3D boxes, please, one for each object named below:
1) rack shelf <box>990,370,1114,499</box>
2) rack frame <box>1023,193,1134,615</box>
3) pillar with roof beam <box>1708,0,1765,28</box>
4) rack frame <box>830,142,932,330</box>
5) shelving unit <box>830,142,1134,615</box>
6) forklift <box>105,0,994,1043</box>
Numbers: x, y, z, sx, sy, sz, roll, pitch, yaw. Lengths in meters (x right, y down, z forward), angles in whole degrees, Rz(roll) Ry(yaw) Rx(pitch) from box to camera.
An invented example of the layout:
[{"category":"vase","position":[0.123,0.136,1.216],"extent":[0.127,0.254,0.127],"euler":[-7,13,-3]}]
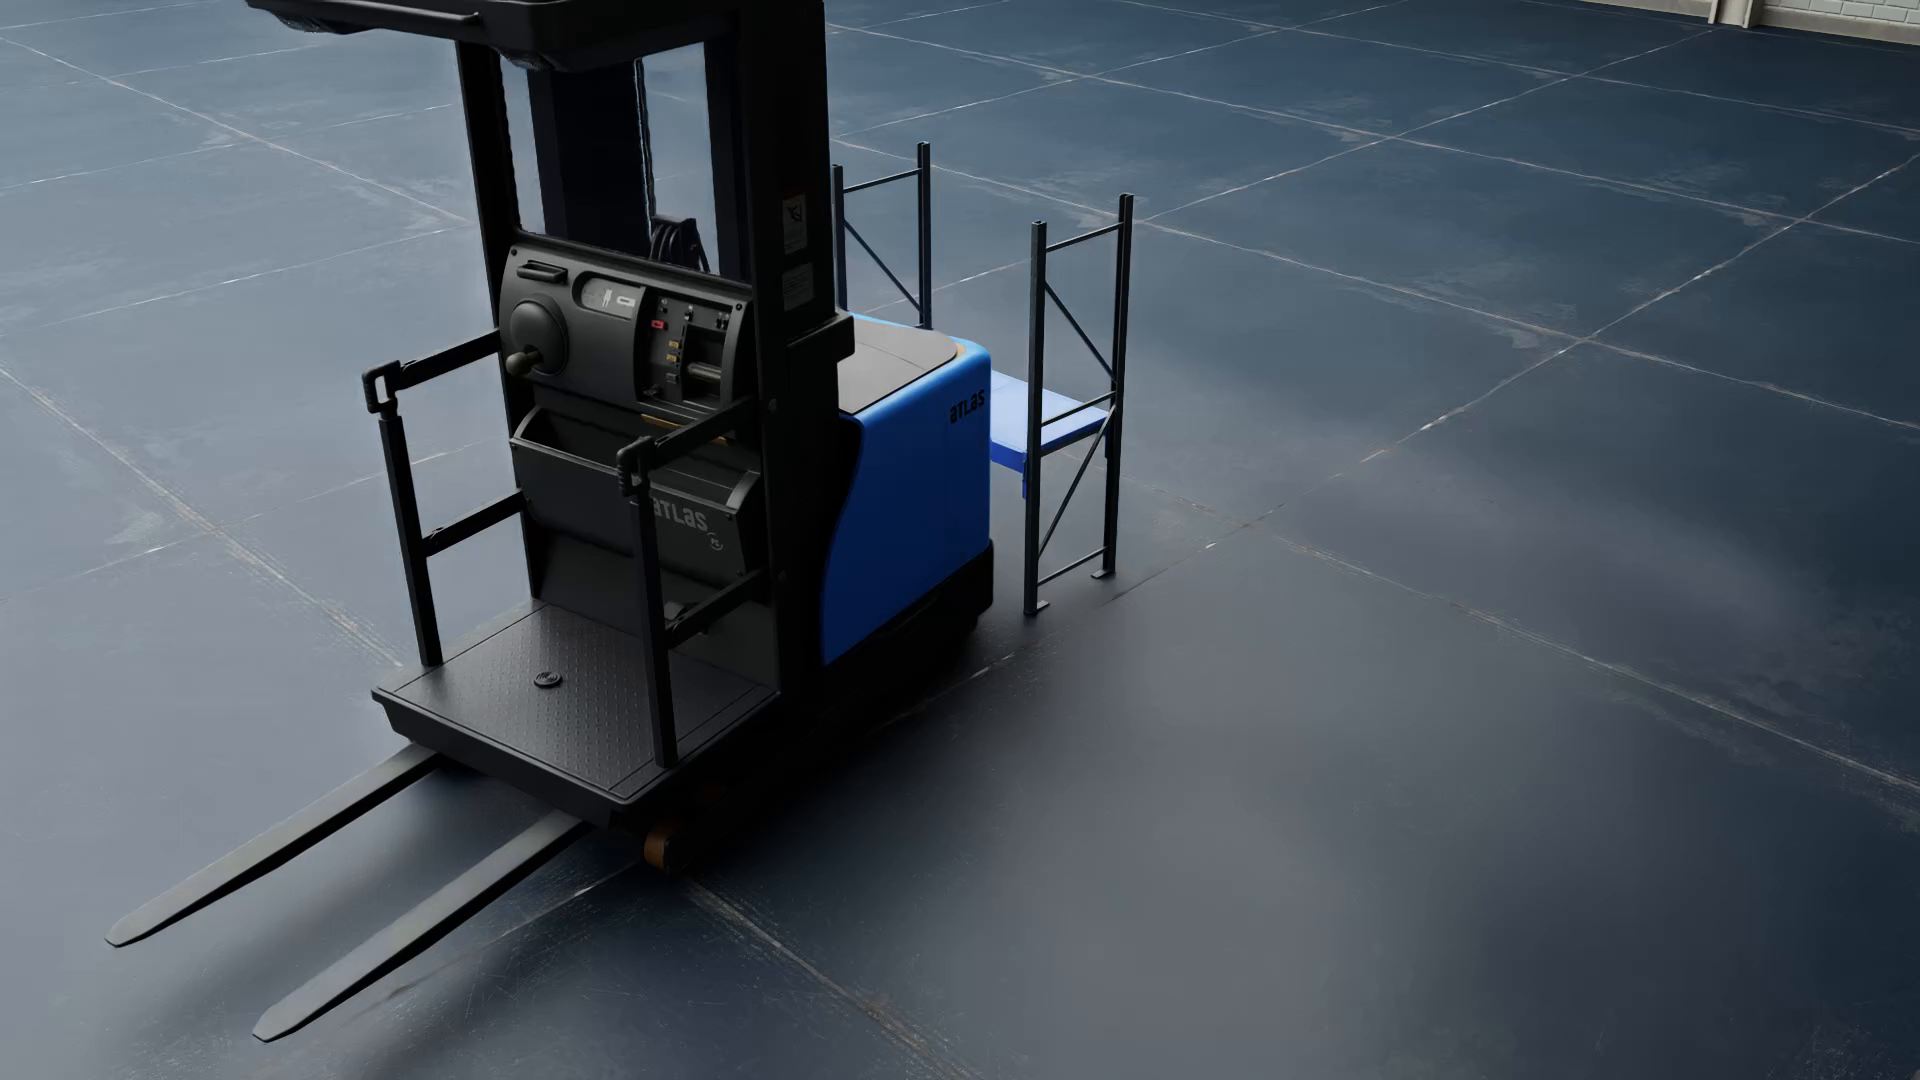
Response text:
[{"category":"rack shelf","position":[0.061,-0.477,6.432],"extent":[1.000,0.185,0.538],"euler":[25,36,38]},{"category":"rack frame","position":[0.423,-0.470,6.033],"extent":[0.032,1.500,0.500],"euler":[25,36,38]},{"category":"pillar with roof beam","position":[4.662,-7.682,11.690],"extent":[0.400,9.000,9.100],"euler":[25,36,38]},{"category":"rack frame","position":[-0.302,-0.802,6.663],"extent":[0.032,1.500,0.500],"euler":[25,36,38]},{"category":"shelving unit","position":[0.061,-0.636,6.348],"extent":[1.048,1.500,0.538],"euler":[25,36,38]},{"category":"forklift","position":[-1.107,-0.571,4.686],"extent":[1.130,2.935,3.031],"euler":[17,32,29]}]
